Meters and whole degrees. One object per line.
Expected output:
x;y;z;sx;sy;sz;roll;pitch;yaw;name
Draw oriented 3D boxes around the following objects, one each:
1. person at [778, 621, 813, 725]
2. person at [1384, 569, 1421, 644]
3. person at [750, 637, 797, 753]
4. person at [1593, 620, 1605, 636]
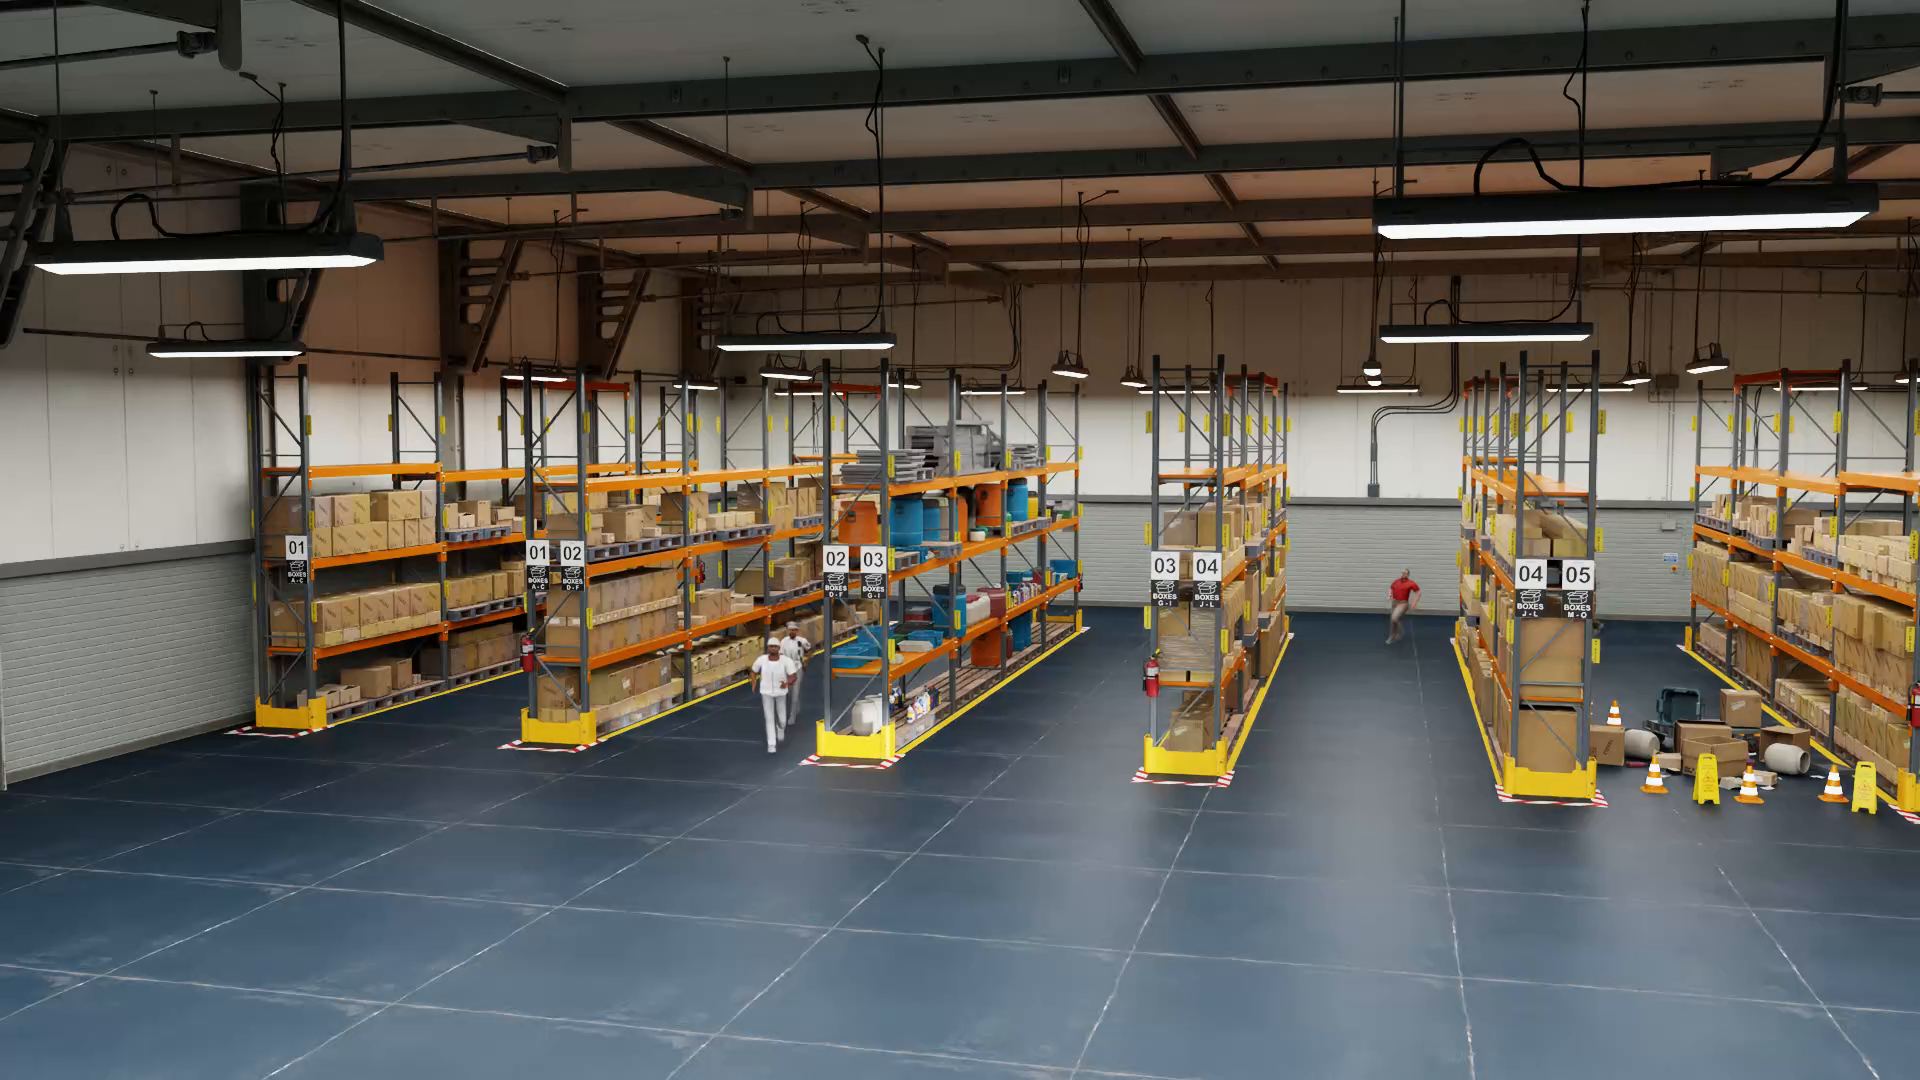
-2.813;2.211;28.123;0.587;1.701;0.930;1;4;9;person
10.105;1.538;38.247;0.764;1.746;0.703;-3;5;-33;person
-2.867;2.365;25.569;0.729;1.753;0.884;0;4;-4;person
14.675;1.470;38.809;0.719;1.748;0.737;2;4;22;person
